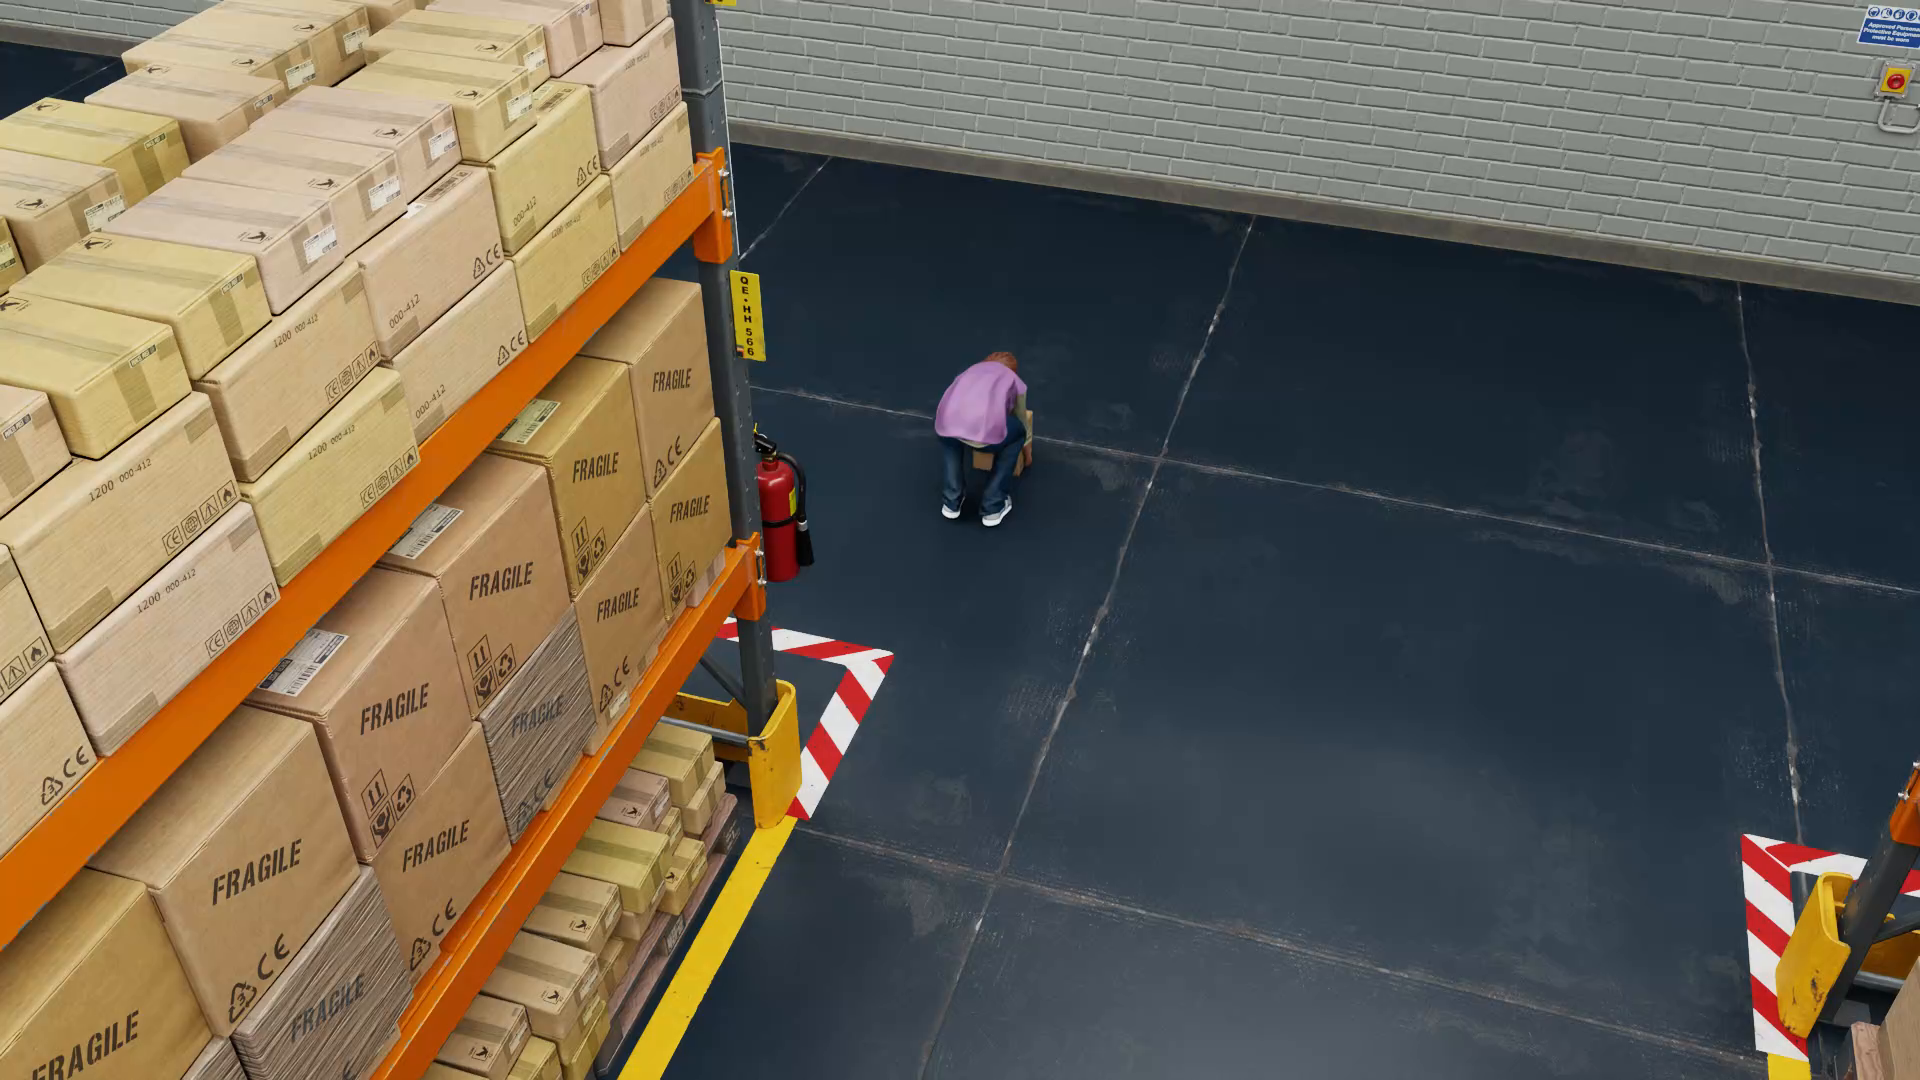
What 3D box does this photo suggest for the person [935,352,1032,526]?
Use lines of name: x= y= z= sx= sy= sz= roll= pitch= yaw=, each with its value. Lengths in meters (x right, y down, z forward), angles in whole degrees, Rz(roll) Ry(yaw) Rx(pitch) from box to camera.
person: x=0.115 y=-0.542 z=8.272 sx=0.432 sy=0.807 sz=0.864 roll=9 pitch=39 yaw=12
